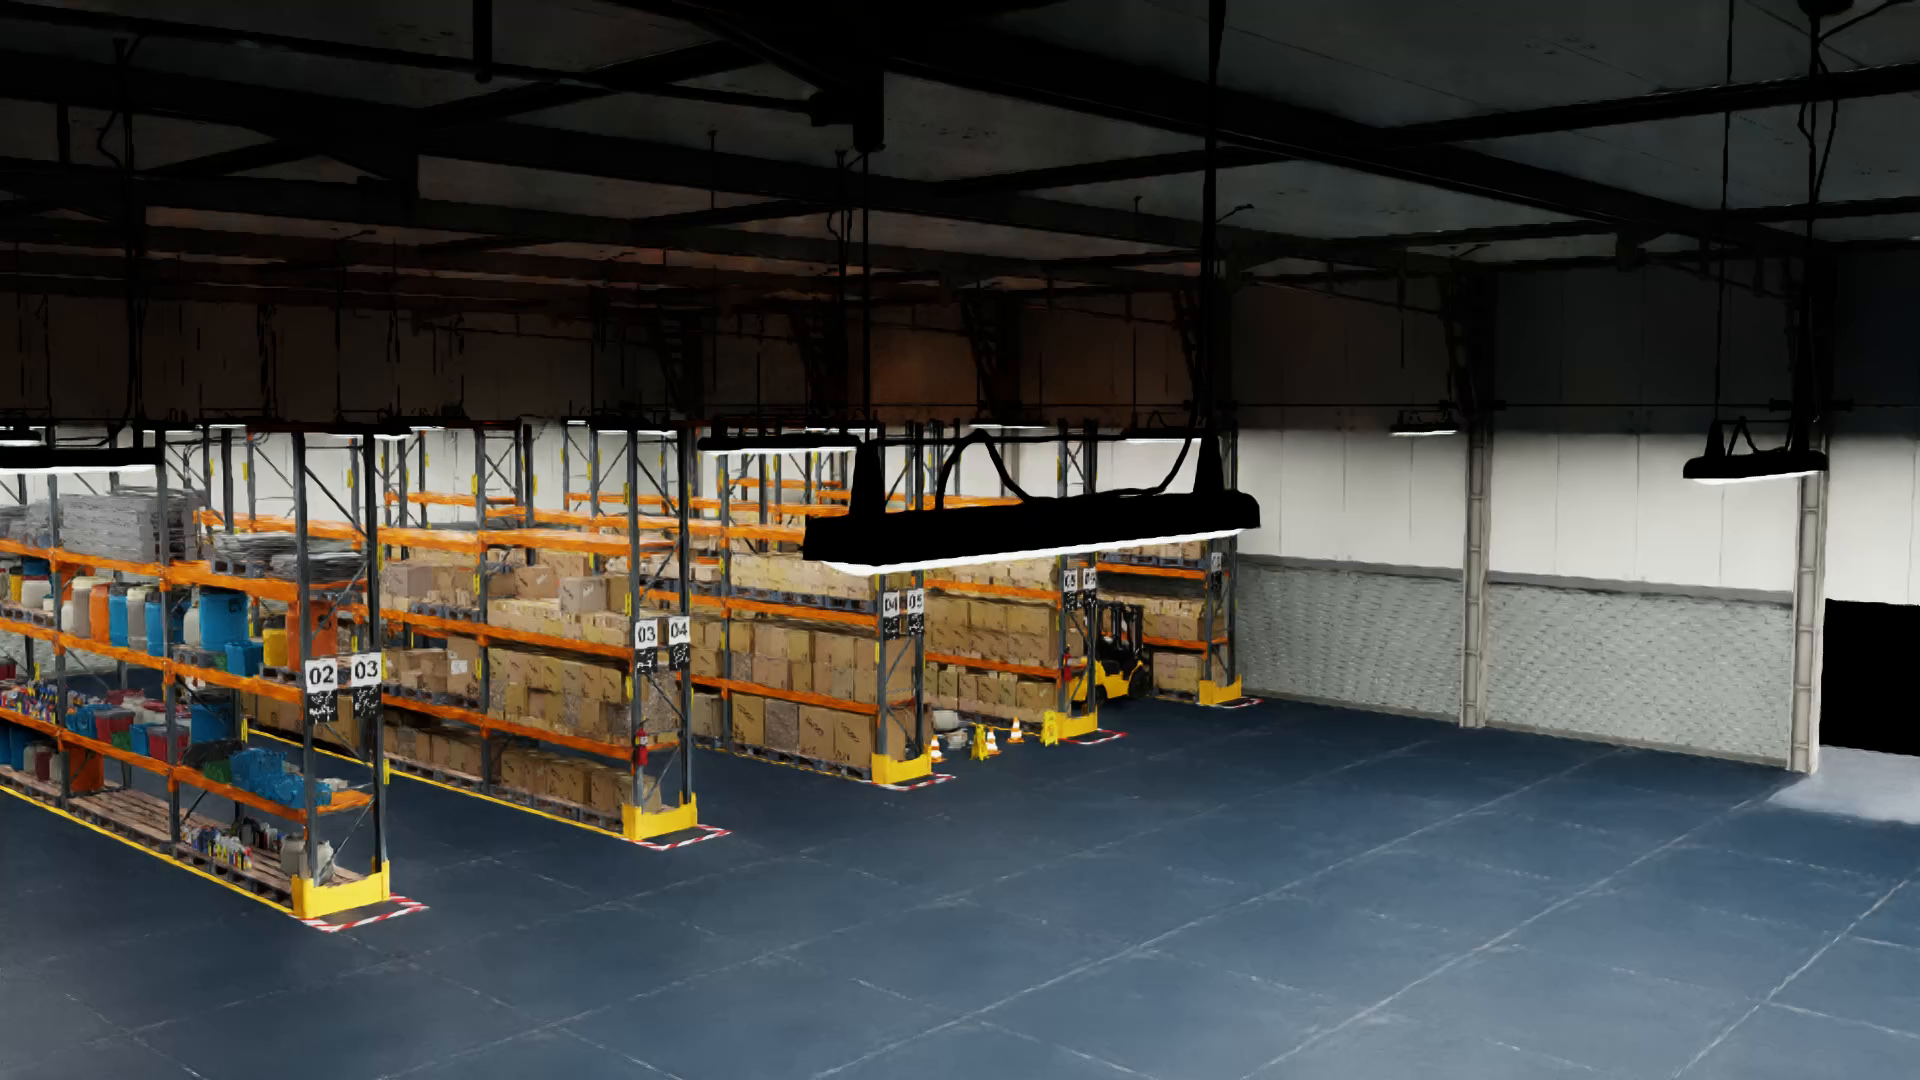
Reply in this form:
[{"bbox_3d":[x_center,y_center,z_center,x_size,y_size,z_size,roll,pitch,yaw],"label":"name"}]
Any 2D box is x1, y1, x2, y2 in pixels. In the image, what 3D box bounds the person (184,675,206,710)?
[{"bbox_3d":[-14.739,2.822,31.891,0.582,1.783,0.693,-3,6,-35],"label":"person"}]
